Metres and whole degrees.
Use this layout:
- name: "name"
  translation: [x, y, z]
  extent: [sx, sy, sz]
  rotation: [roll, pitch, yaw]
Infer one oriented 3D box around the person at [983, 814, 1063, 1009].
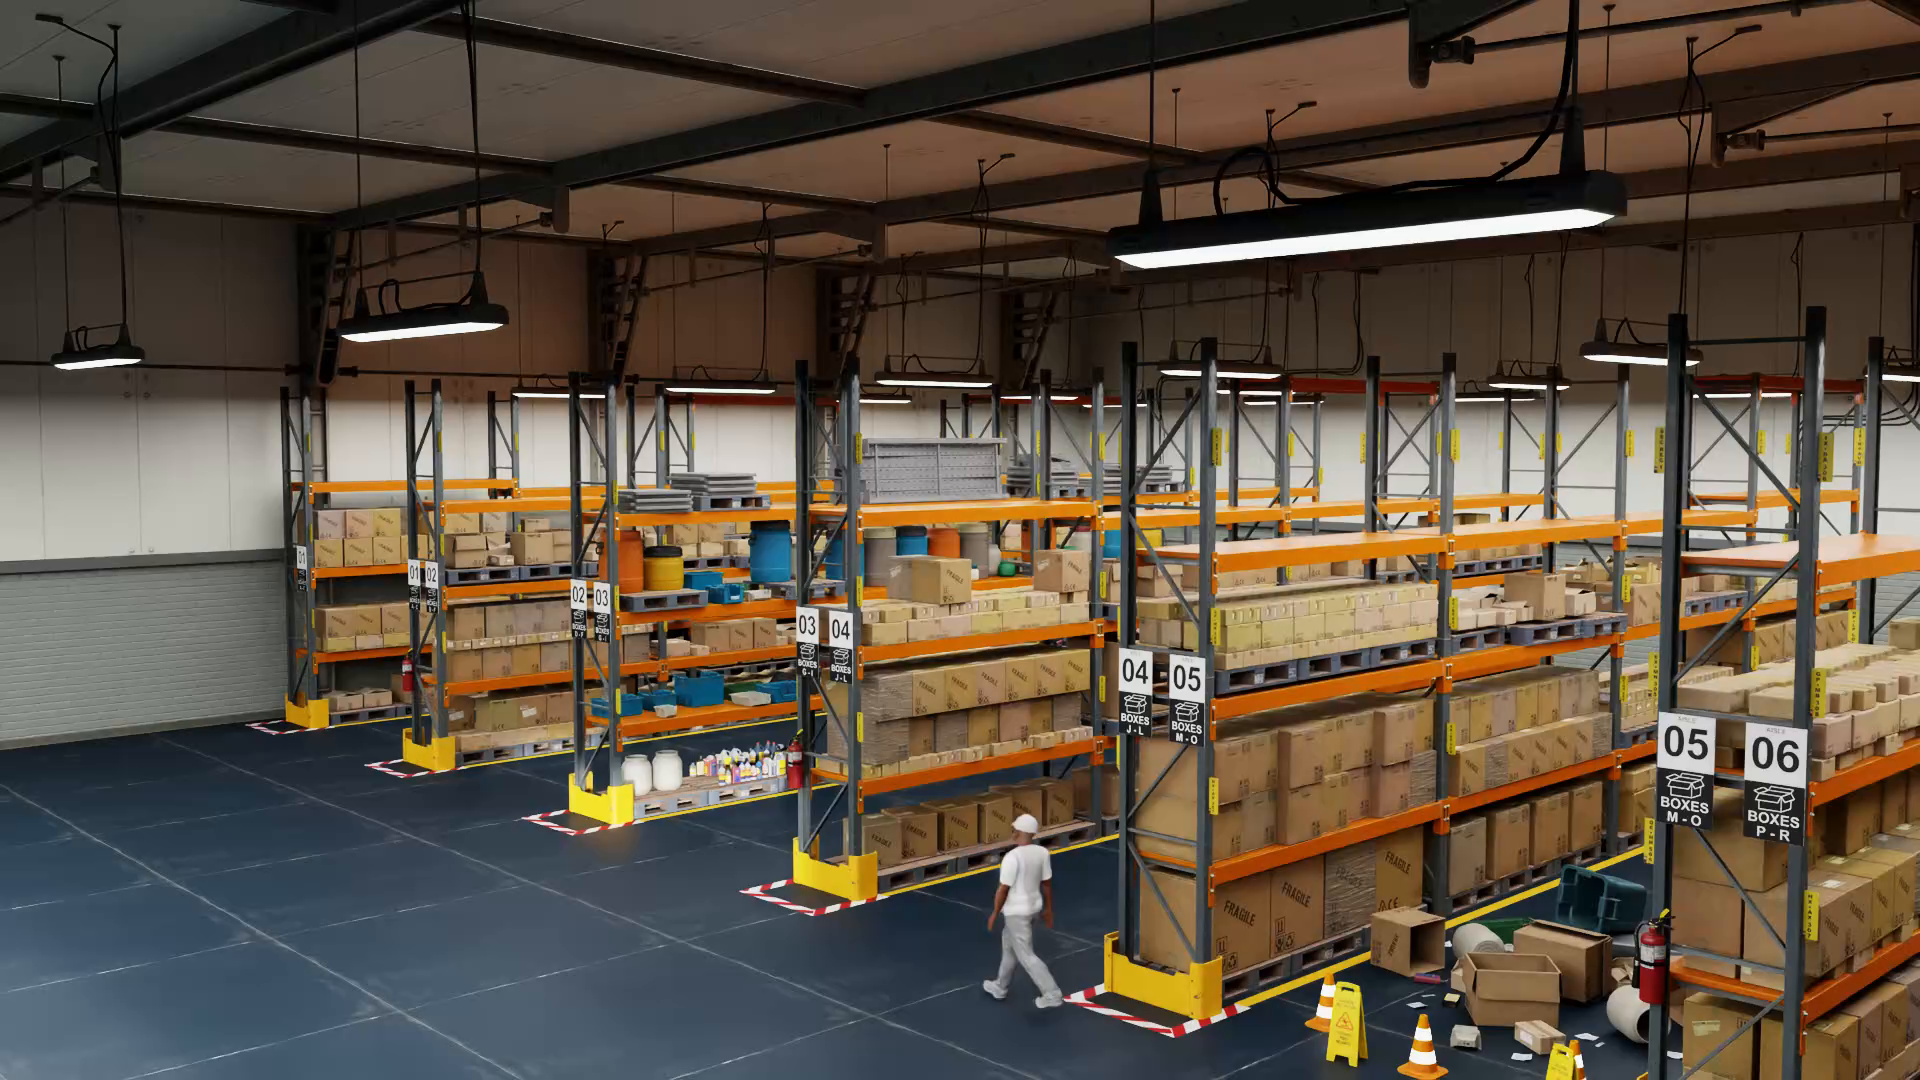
- name: "person"
  translation: [0.539, 3.341, 14.978]
  extent: [0.953, 1.742, 0.557]
  rotation: [2, 4, 32]
